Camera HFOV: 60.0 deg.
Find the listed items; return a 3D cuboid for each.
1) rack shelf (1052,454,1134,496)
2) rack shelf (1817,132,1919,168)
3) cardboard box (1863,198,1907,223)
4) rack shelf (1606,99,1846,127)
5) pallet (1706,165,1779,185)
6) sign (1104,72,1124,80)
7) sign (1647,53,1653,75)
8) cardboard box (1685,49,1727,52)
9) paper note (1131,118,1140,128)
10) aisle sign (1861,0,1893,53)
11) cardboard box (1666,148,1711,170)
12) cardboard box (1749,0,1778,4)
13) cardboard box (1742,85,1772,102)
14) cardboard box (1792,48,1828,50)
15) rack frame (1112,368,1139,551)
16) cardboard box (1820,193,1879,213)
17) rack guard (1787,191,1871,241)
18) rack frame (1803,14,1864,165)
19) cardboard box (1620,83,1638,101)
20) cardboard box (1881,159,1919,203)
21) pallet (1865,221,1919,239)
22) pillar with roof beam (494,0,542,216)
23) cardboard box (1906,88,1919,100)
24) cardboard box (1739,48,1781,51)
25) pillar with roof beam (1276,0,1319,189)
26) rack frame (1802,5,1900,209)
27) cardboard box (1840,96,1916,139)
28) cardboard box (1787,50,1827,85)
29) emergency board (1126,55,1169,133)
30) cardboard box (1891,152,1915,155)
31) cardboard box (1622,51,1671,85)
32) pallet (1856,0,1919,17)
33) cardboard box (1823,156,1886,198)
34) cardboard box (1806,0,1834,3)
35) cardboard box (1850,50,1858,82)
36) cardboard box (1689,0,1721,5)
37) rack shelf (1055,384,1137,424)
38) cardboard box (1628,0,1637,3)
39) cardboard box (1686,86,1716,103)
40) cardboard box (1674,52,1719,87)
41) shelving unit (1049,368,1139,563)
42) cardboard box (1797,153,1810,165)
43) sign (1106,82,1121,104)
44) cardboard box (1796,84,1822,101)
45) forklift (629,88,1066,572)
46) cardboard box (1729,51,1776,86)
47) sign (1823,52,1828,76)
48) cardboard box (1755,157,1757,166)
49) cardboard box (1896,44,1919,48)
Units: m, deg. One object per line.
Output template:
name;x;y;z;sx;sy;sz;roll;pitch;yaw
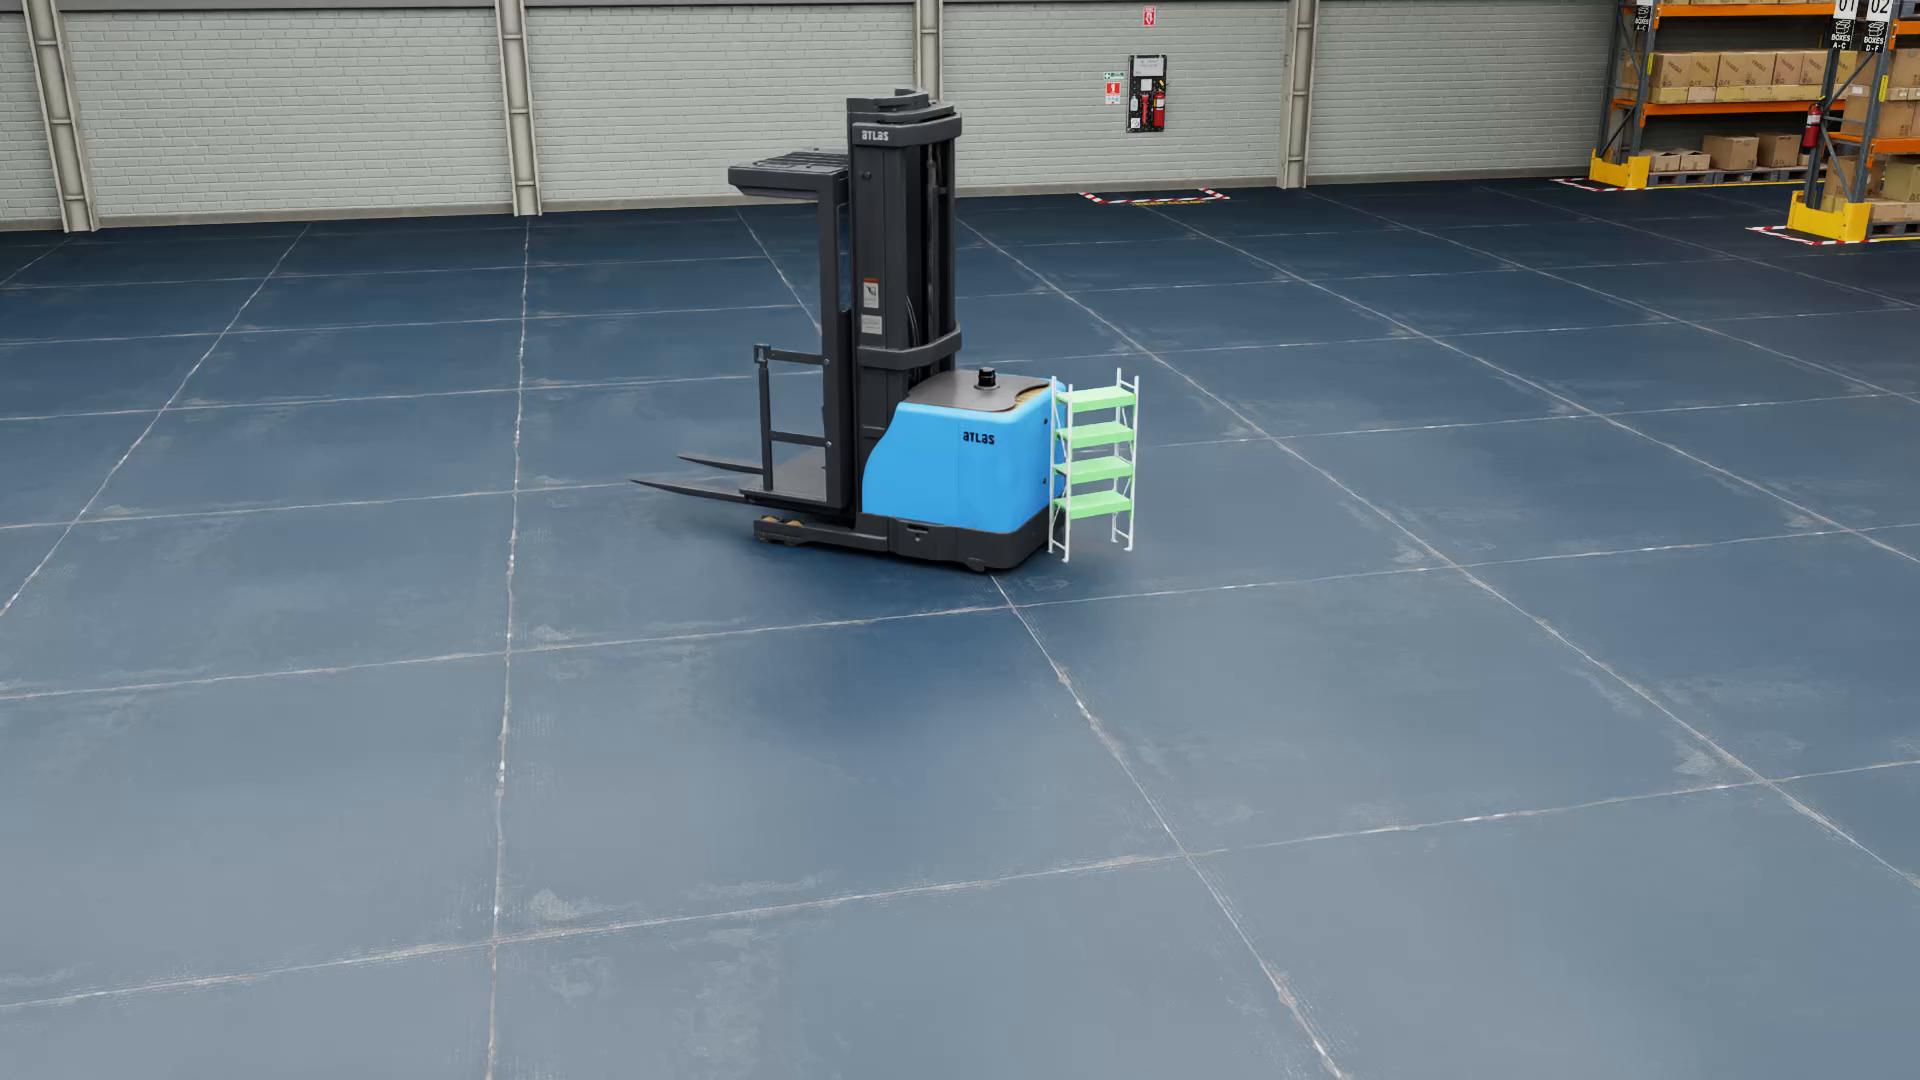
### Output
rack shelf;0.872;-0.430;10.930;0.480;0.148;0.258;-9;22;-24
rack shelf;13.805;-5.422;22.801;4.000;0.370;1.077;-5;21;-12
cardboard box;12.432;-4.476;22.558;0.500;0.250;0.500;-5;21;-12
rack shelf;12.661;-7.080;27.327;4.000;0.370;1.077;-5;21;-12
pallet;12.773;-6.104;27.671;1.213;0.211;1.003;-5;21;-12
sign;2.389;-7.200;25.787;0.331;0.109;0.001;-5;21;-12
sign;10.840;-7.484;26.126;0.005;0.325;0.100;-5;21;-12
cardboard box;12.119;-7.738;27.176;0.500;0.500;0.500;-5;21;-14
paper note;2.756;-6.542;26.093;0.142;0.148;0.016;-5;21;-12
aisle sign;11.865;-6.714;21.504;0.004;0.787;0.394;-5;21;-12
cardboard box;11.964;-6.273;27.348;0.500;0.311;0.500;-3;20;-8
cardboard box;12.650;-8.789;26.413;0.500;0.500;0.500;-3;20;-9
cardboard box;12.754;-7.254;26.946;0.500;0.250;0.500;-4;21;-12
cardboard box;14.102;-7.900;27.618;0.500;0.500;0.500;-5;21;-14
rack frame;1.092;-0.527;11.008;0.015;1.200;0.240;-9;22;-24
cardboard box;12.312;-4.649;23.032;0.500;0.250;0.500;-5;21;-12
rack guard;11.835;-4.426;22.670;0.348;0.500;1.175;-5;21;-12
rack frame;14.608;-7.576;27.635;0.127;3.000;1.000;-5;21;-12
cardboard box;11.125;-7.300;27.071;0.500;0.250;0.500;-4;21;-12
cardboard box;12.918;-4.868;22.539;0.500;0.500;0.500;-5;21;-12
pallet;12.593;-4.367;22.928;1.213;0.211;1.003;-5;21;-12
pillar with roof beam;-5.329;-7.556;18.858;0.400;9.000;9.100;-5;21;-12
cardboard box;12.546;-5.934;22.064;0.250;0.149;0.380;-5;21;-14
cardboard box;13.112;-7.822;27.407;0.500;0.500;0.500;-4;21;-11
pillar with roof beam;6.349;-8.505;21.450;0.400;9.000;9.100;-5;21;-12
rack frame;11.858;-5.601;22.245;0.127;3.000;1.000;-5;21;-12
cardboard box;12.316;-5.681;22.317;0.500;0.500;0.700;-5;21;-12
cardboard box;13.734;-7.685;27.031;0.500;0.500;0.500;-5;21;-13
emergency board;2.944;-6.947;25.917;0.643;1.169;0.194;-5;21;-12
cardboard box;15.811;-6.730;28.321;0.500;0.500;0.700;-5;21;-14
cardboard box;11.125;-7.659;26.960;0.500;0.500;0.500;-5;21;-13
pallet;12.552;-7.016;21.874;1.213;0.211;1.003;-5;21;-12
cardboard box;12.312;-5.002;22.905;0.500;0.500;0.500;-5;21;-12
cardboard box;13.678;-8.882;26.666;0.500;0.500;0.500;-6;21;-17
cardboard box;15.111;-7.858;27.621;0.500;0.500;0.700;-5;21;-12
cardboard box;11.629;-8.697;26.162;0.500;0.500;0.500;-3;20;-9
rack shelf;0.872;-0.881;10.765;0.480;0.148;0.258;-9;22;-24
cardboard box;11.063;-8.842;26.556;0.500;0.500;0.500;-3;20;-9
cardboard box;11.765;-7.177;26.734;0.500;0.250;0.500;-5;21;-14
cardboard box;11.732;-7.523;26.590;0.500;0.500;0.500;-5;21;-12
shelving unit;0.872;-0.490;10.908;0.503;1.200;0.258;-9;22;-24
cardboard box;14.094;-6.400;27.904;0.250;0.166;0.380;-7;21;-20
sign;2.383;-6.954;25.886;0.234;0.329;0.001;-5;21;-12
cardboard box;13.730;-7.339;27.178;0.500;0.250;0.500;-5;21;-12
forklift;-0.843;-1.491;11.123;3.031;2.935;1.130;9;22;23
cardboard box;12.736;-7.607;26.819;0.500;0.500;0.500;-4;20;-11
sign;11.747;-6.439;22.504;0.005;0.325;0.100;-5;21;-12
cardboard box;13.046;-6.324;27.723;0.250;0.149;0.380;-6;21;-17
cardboard box;12.878;-6.338;22.224;0.500;0.500;0.700;-5;21;-14
